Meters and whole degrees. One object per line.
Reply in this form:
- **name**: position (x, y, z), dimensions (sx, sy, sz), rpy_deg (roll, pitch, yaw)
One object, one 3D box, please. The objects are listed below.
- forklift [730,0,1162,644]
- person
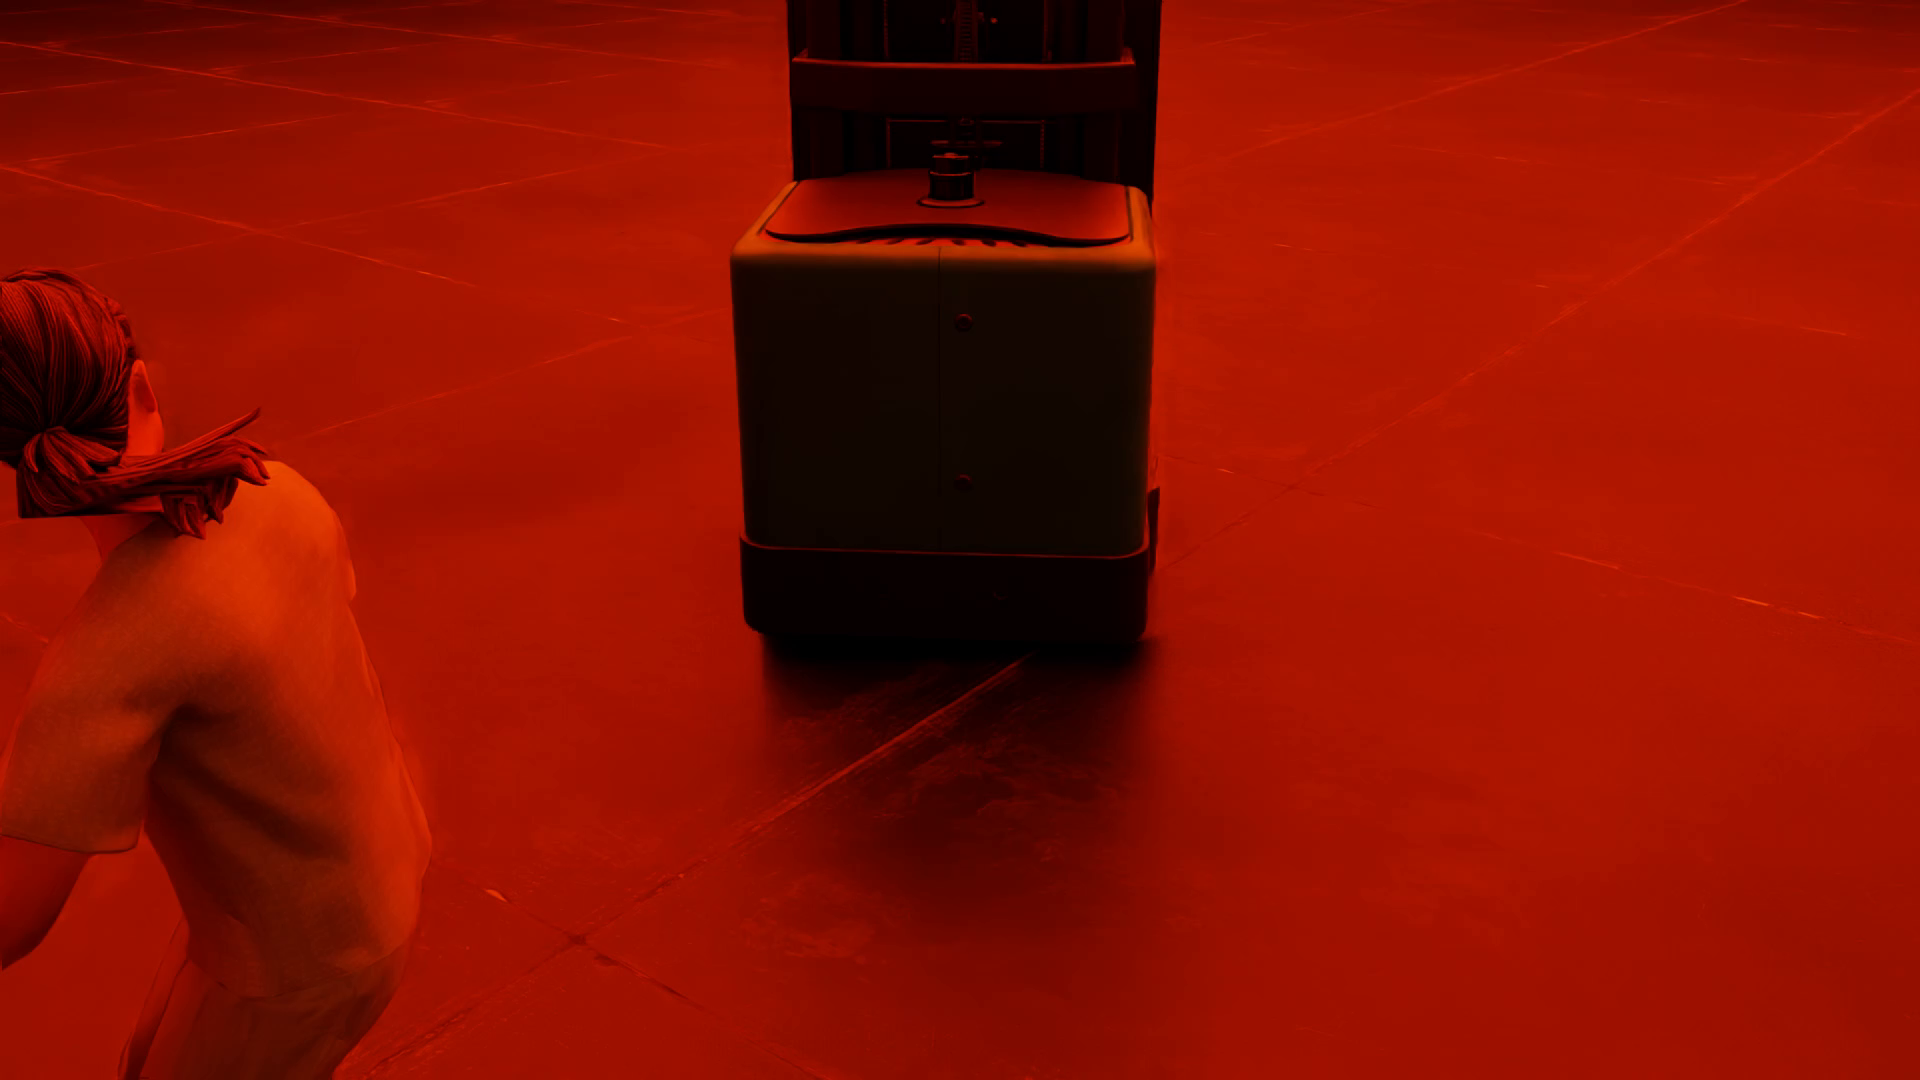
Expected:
- **forklift**: position (0.058, -1.626, 5.080), dimensions (1.130, 2.935, 3.031), rpy_deg (2, 23, 4)
- **person**: position (-0.952, 0.473, 1.955), dimensions (0.622, 1.596, 0.682), rpy_deg (-3, 24, -7)
